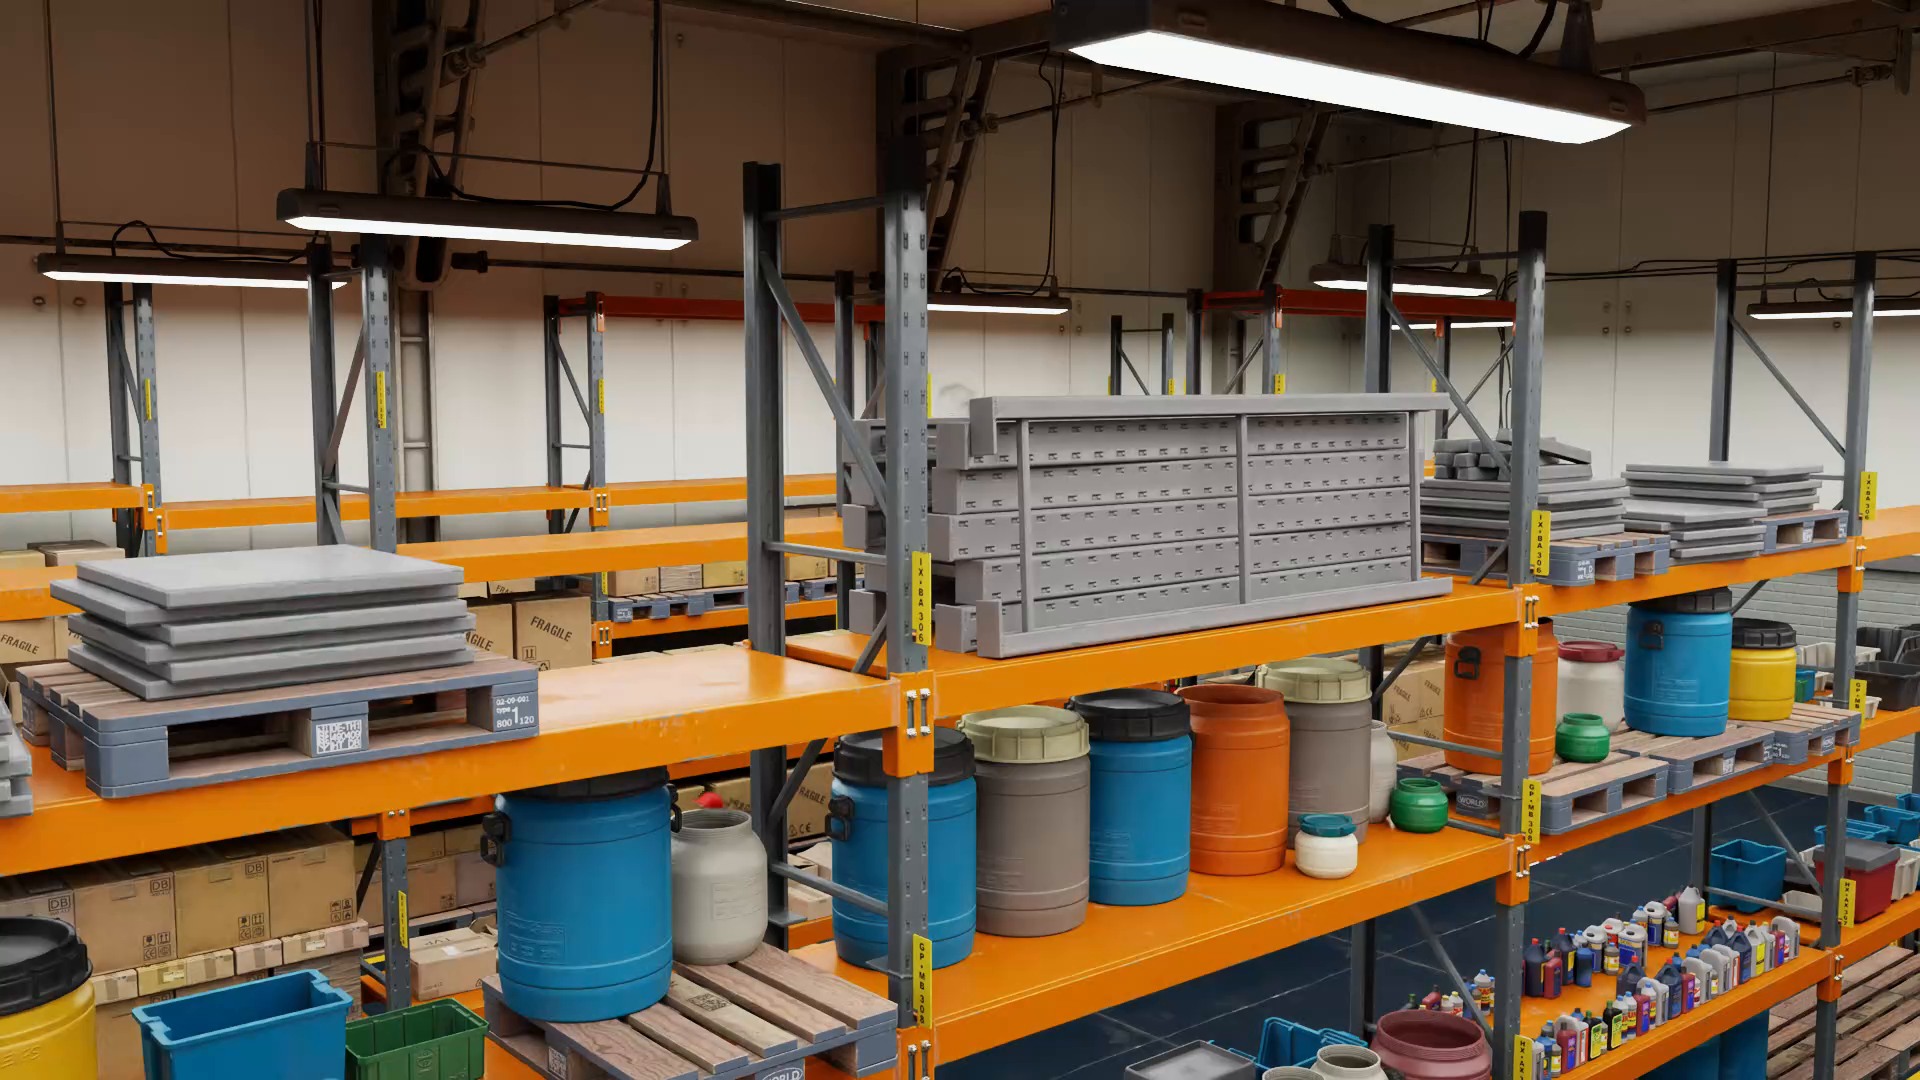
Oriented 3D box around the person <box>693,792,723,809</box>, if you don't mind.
[{"bbox_3d":[-2.096,2.966,13.863,0.609,1.744,0.701,-5,7,-39],"label":"person"}]
